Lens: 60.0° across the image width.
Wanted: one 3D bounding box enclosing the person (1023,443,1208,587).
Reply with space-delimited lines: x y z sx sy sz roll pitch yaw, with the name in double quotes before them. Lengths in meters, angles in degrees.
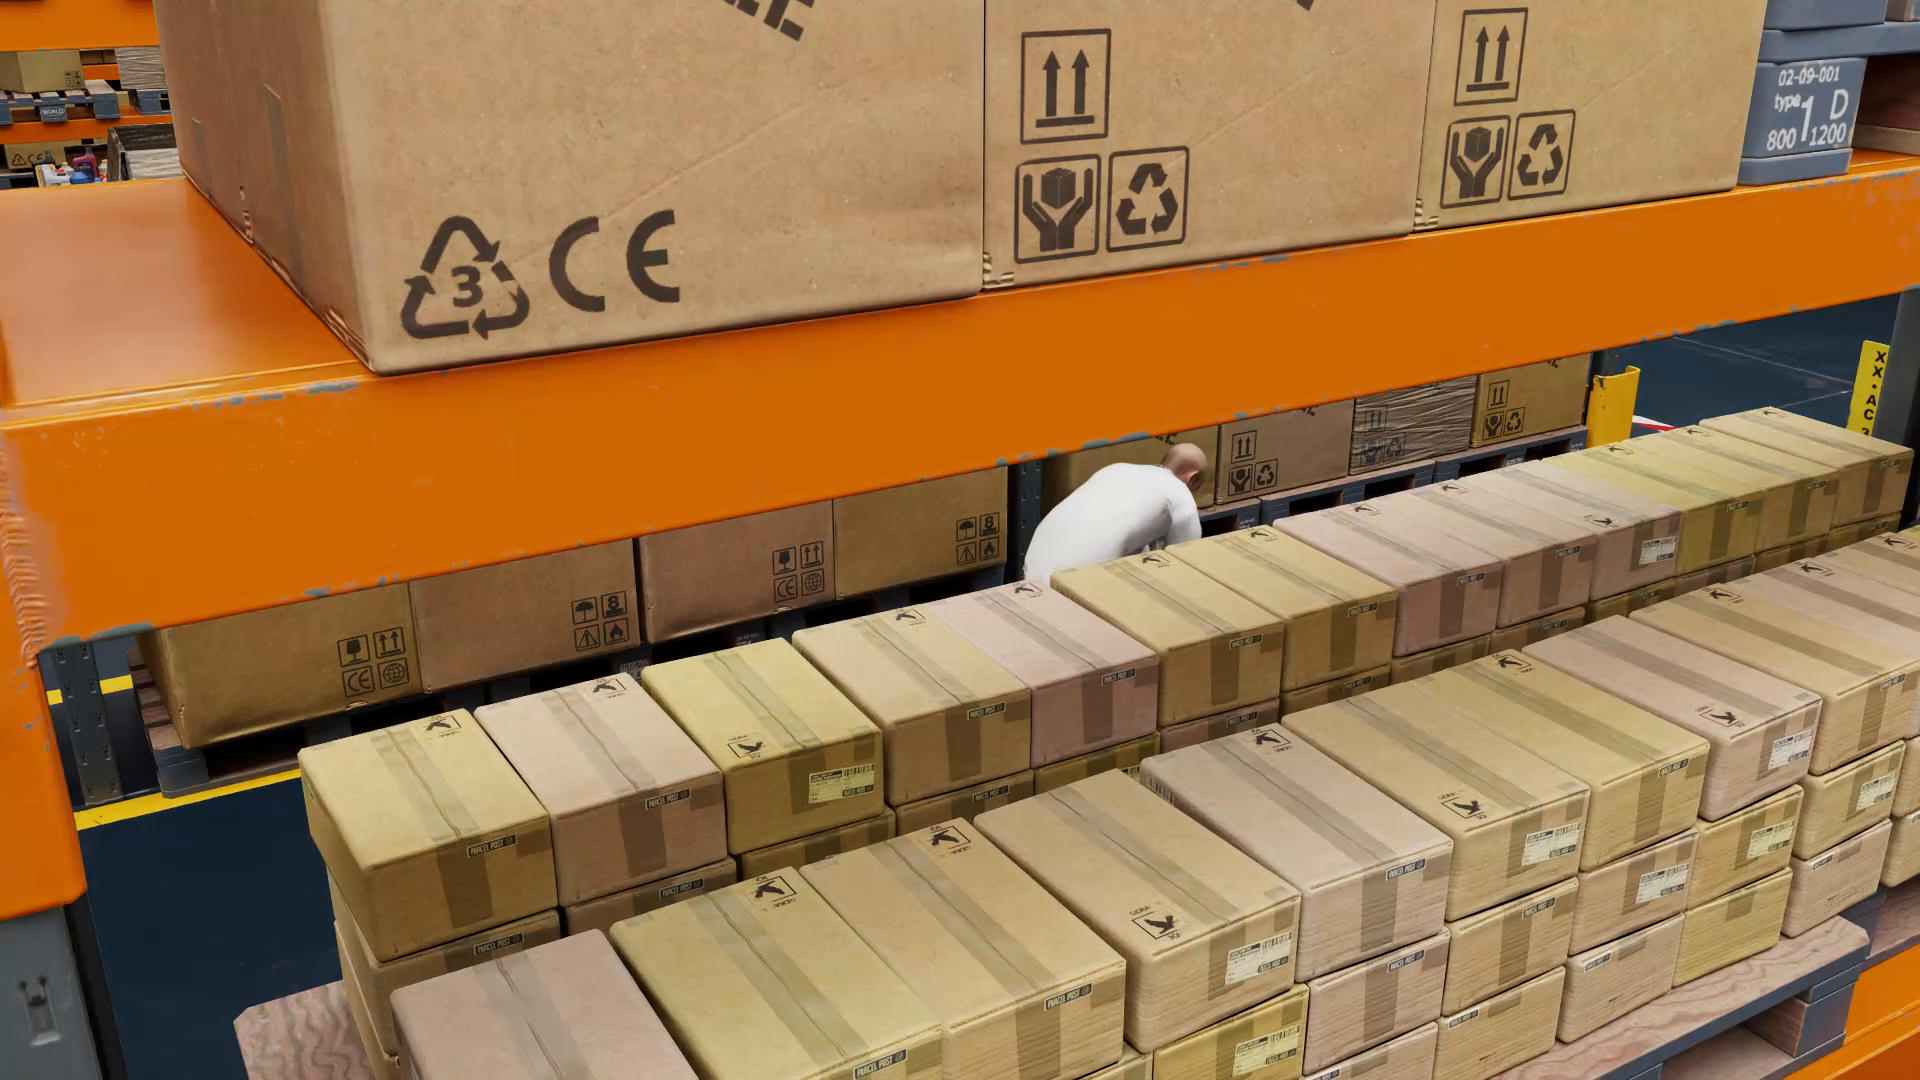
"person" 0.674 0.175 6.767 0.954 0.969 0.587 -16 27 -35
